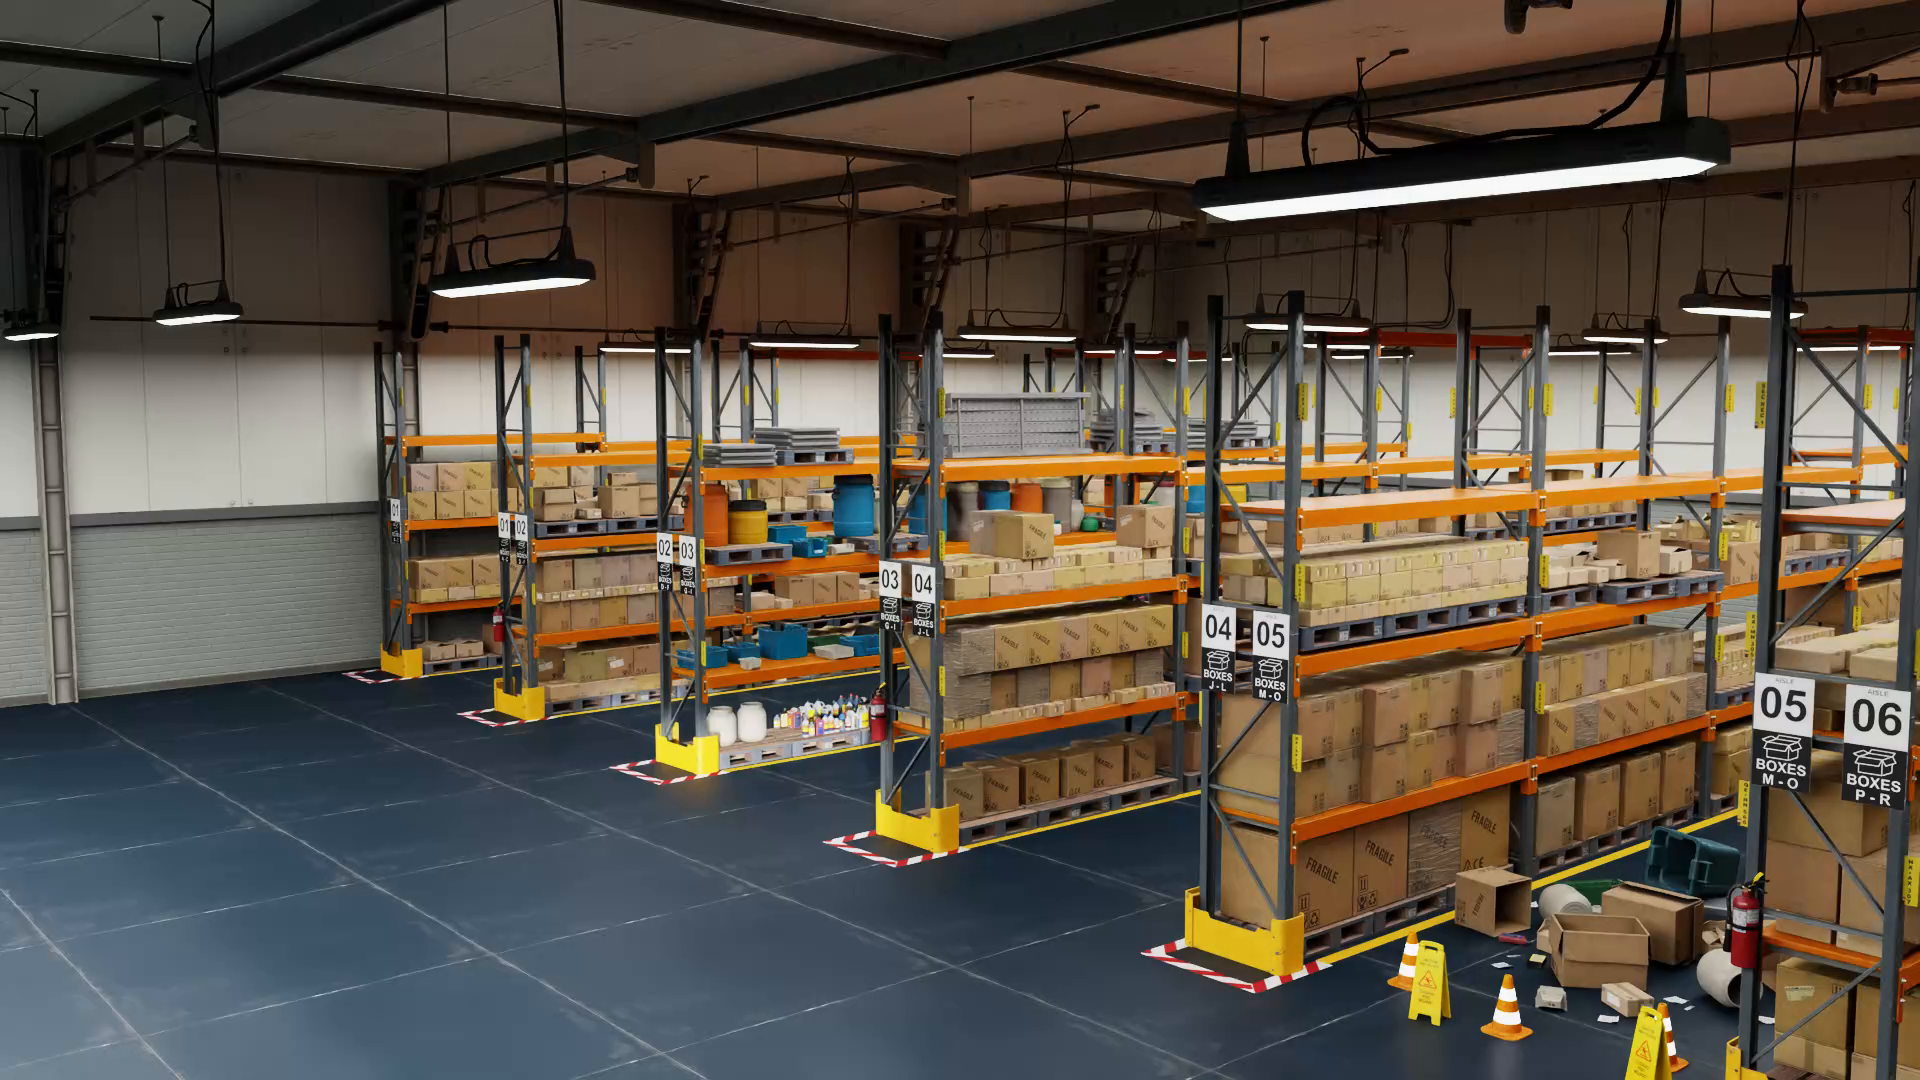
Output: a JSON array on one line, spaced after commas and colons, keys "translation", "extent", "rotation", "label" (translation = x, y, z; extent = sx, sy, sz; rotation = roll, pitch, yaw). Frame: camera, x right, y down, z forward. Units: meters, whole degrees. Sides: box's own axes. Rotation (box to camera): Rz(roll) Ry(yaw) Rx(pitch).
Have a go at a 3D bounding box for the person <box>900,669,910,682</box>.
[{"translation": [-0.565, 1.627, 29.427], "extent": [1.053, 1.714, 0.786], "rotation": [-4, 7, -39], "label": "person"}]
